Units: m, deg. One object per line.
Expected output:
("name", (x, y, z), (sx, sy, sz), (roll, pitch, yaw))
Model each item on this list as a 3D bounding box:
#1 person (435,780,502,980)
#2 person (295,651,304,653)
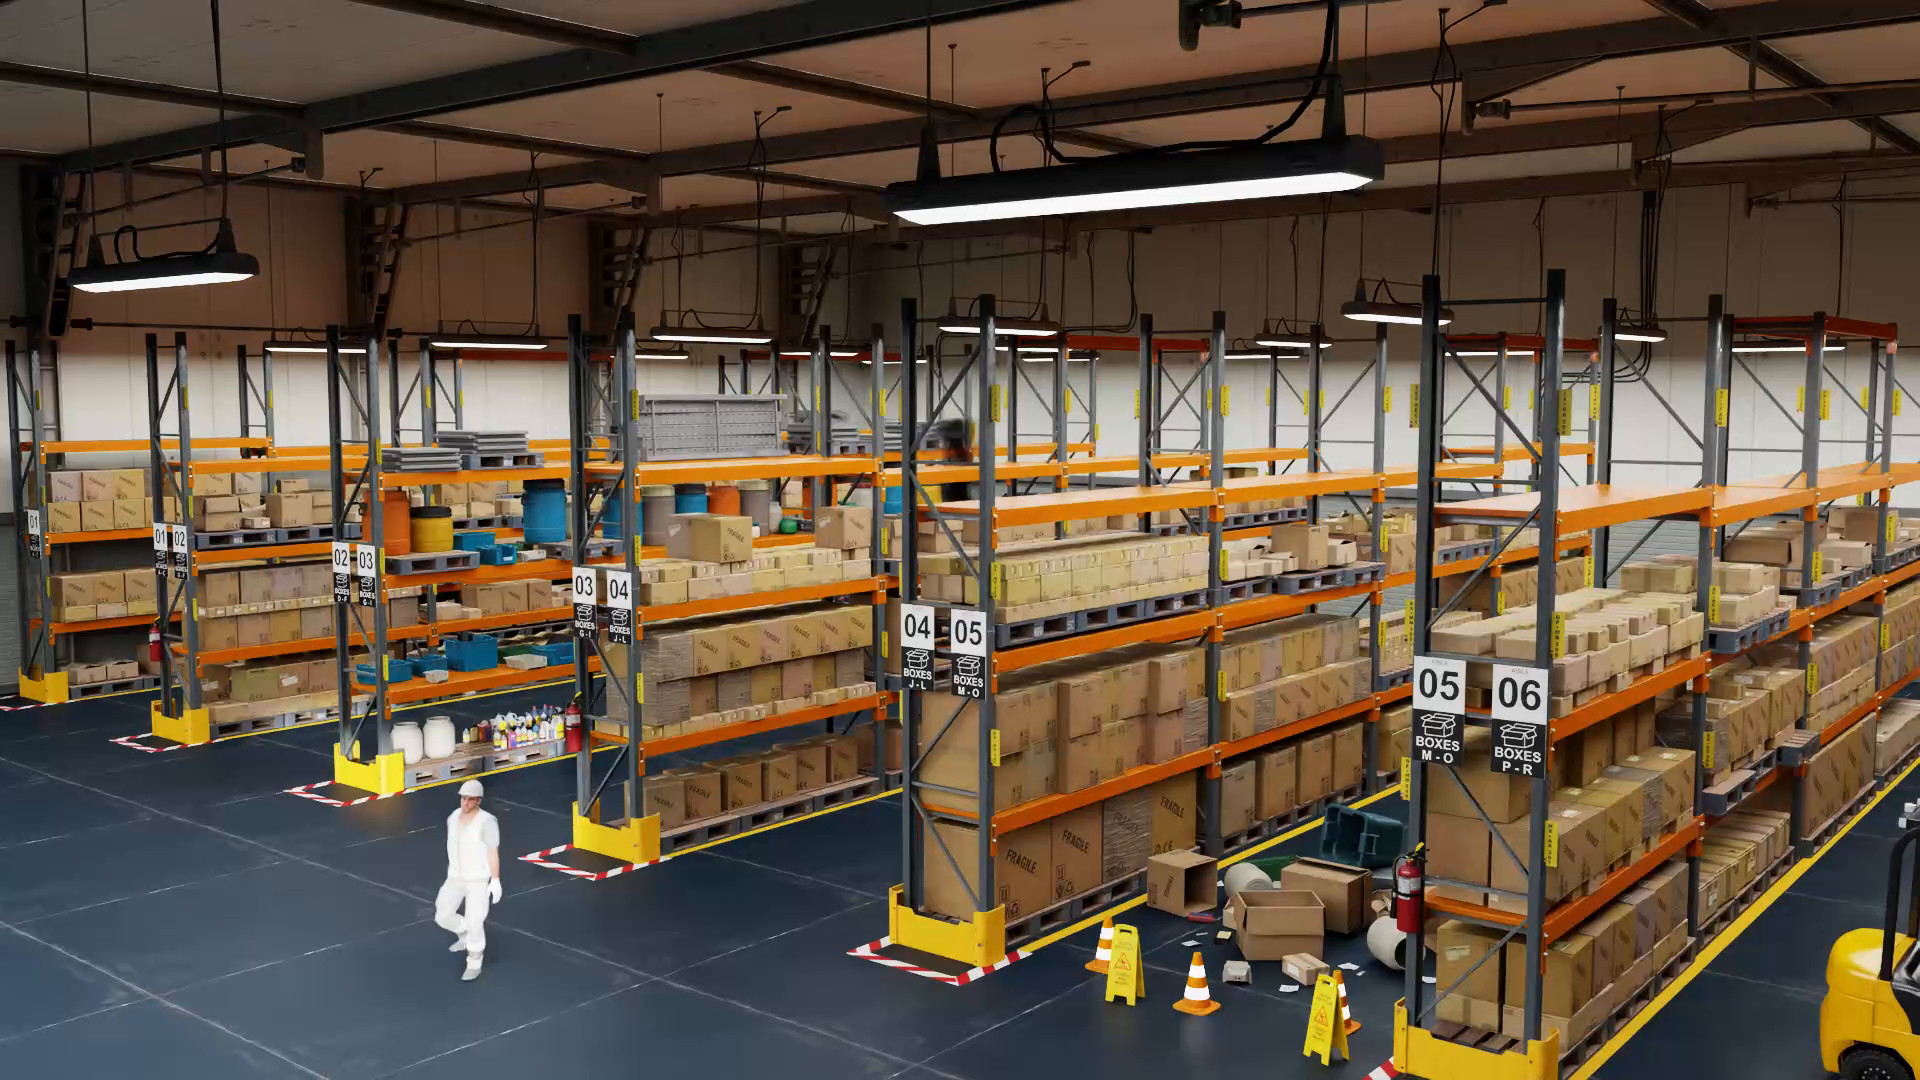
("person", (-4.332, 2.963, 14.742), (0.716, 1.764, 0.571), (2, 5, 17))
("person", (-11.473, 1.854, 28.809), (0.512, 1.442, 0.755), (1, 5, 11))
